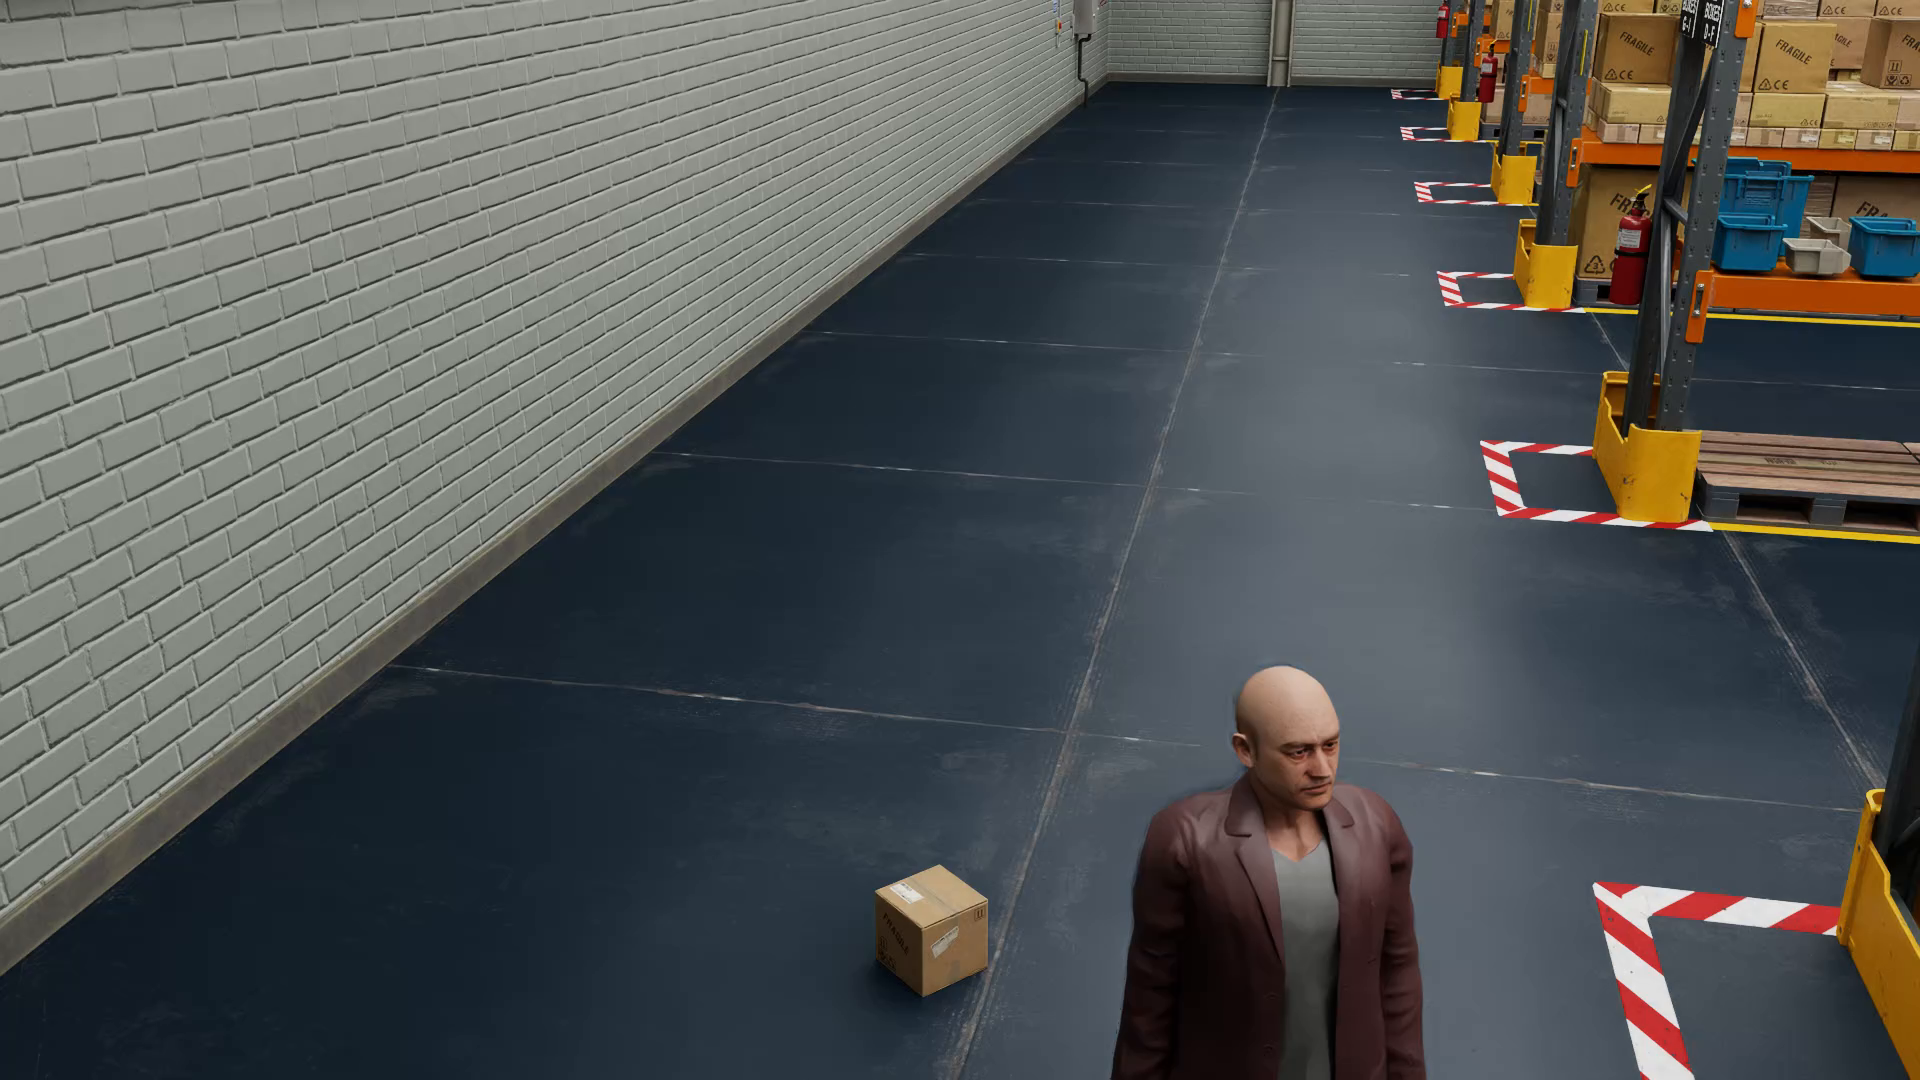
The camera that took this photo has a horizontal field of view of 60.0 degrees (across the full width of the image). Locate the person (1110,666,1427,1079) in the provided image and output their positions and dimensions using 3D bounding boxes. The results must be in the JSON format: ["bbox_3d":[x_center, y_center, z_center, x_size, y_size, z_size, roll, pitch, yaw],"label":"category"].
[{"bbox_3d":[0.618,1.105,3.213,0.608,1.786,0.497,-4,22,-11],"label":"person"}]
